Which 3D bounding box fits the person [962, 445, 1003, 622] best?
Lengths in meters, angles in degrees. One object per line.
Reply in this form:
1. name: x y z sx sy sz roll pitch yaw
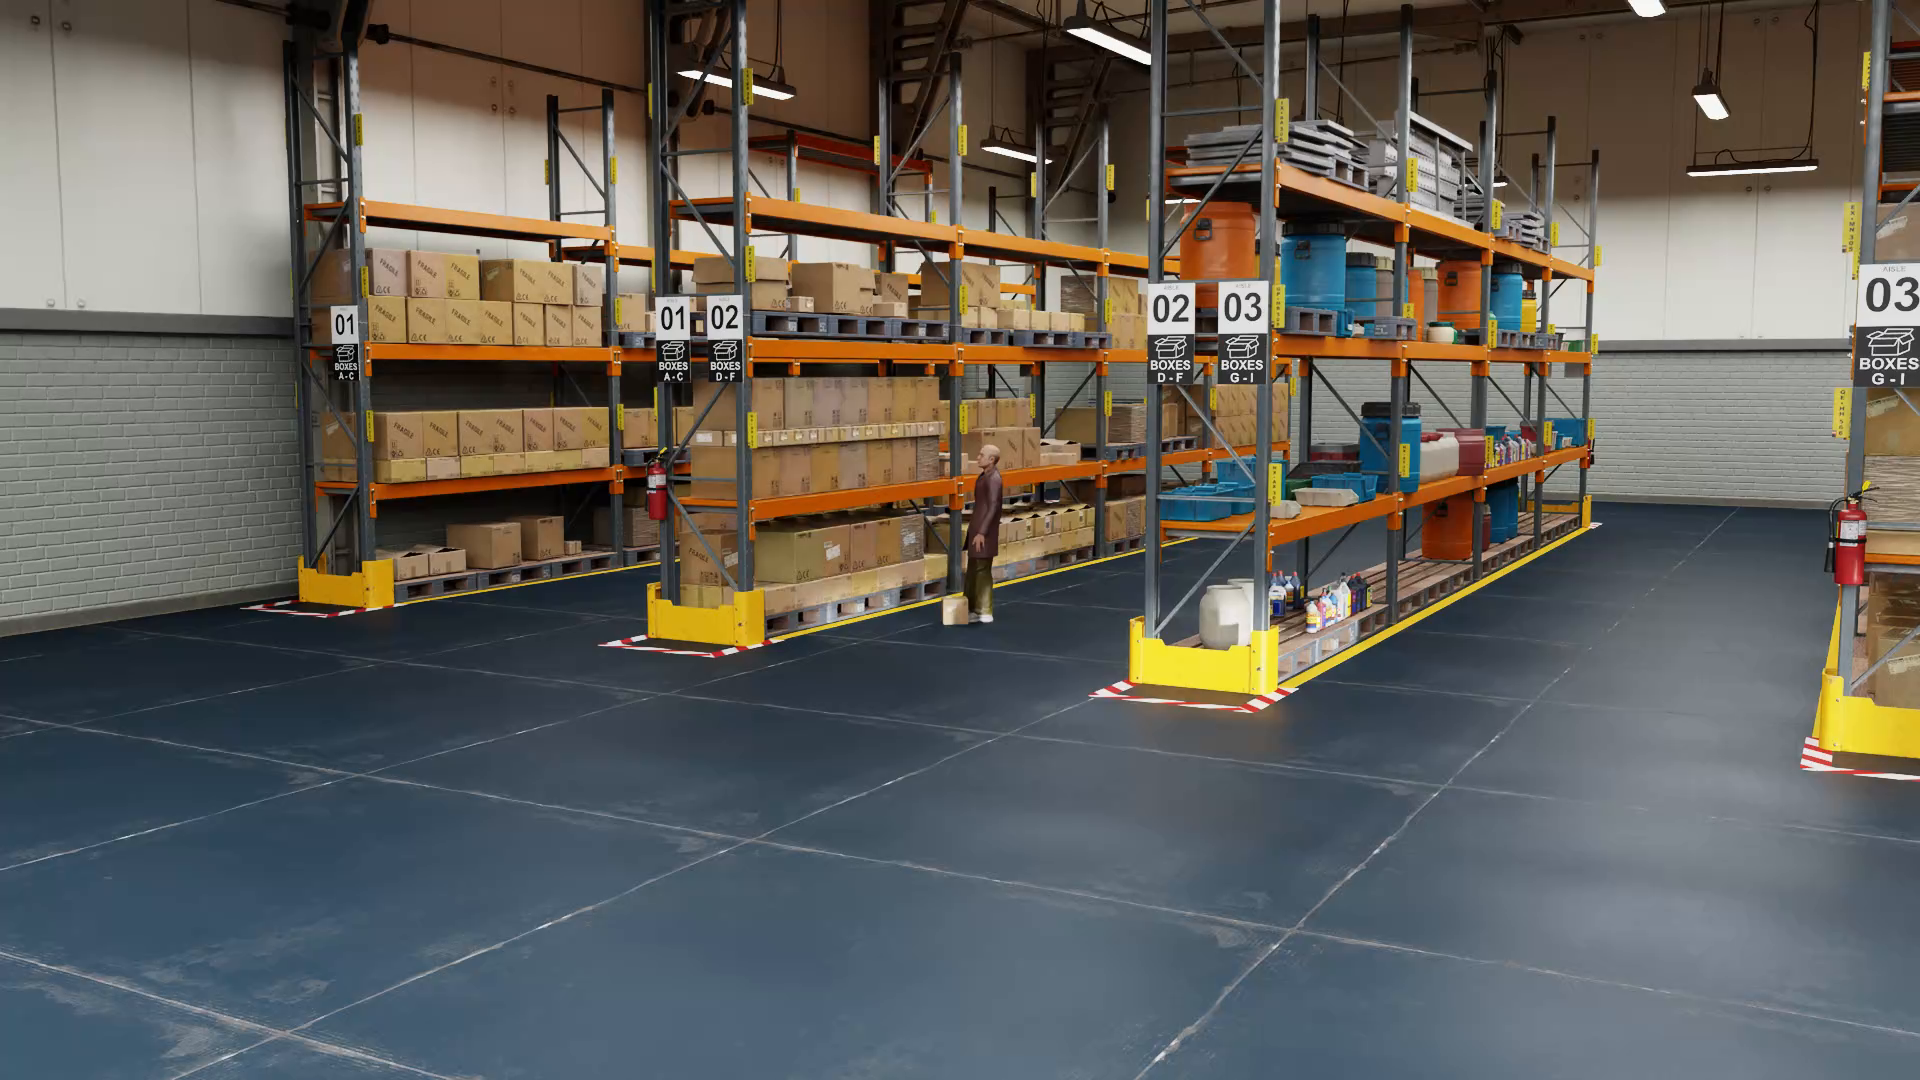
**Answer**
1. person: 0.139 -0.066 16.621 0.582 1.775 0.697 0 6 -3
